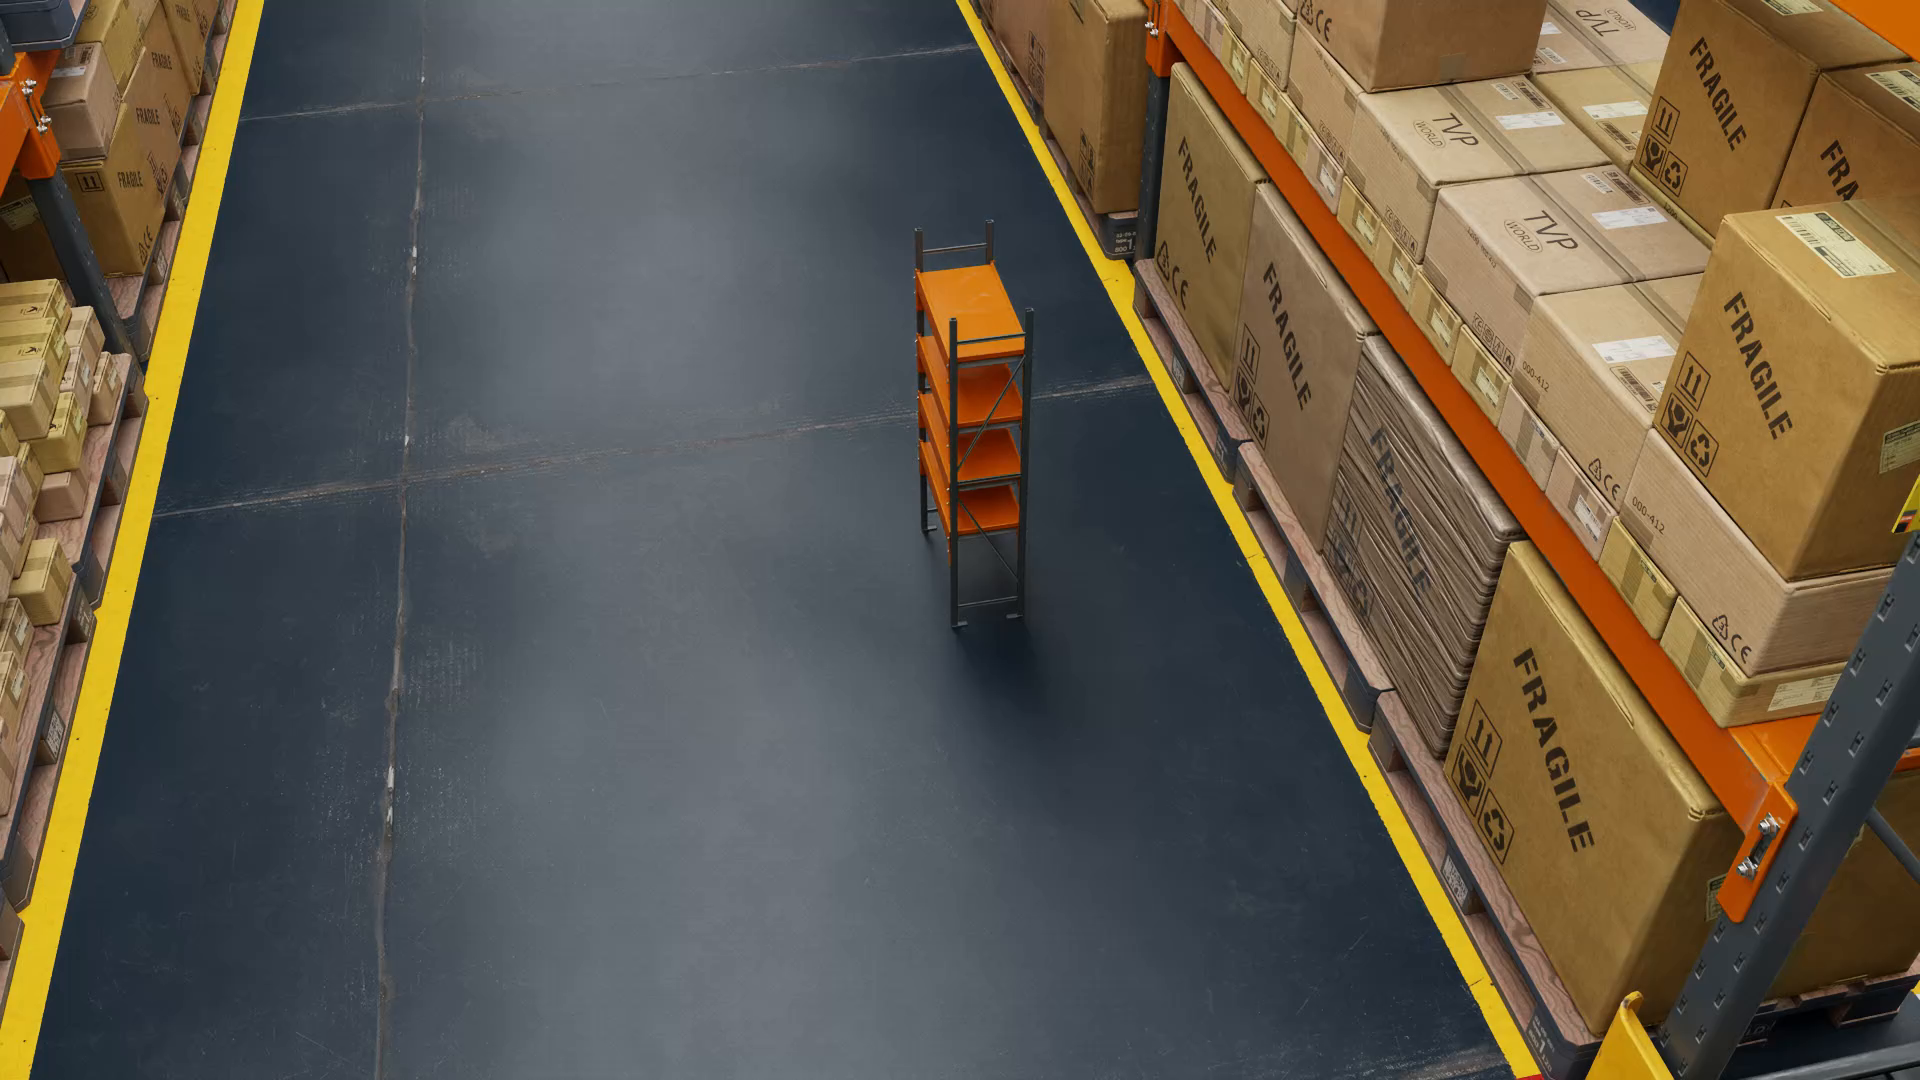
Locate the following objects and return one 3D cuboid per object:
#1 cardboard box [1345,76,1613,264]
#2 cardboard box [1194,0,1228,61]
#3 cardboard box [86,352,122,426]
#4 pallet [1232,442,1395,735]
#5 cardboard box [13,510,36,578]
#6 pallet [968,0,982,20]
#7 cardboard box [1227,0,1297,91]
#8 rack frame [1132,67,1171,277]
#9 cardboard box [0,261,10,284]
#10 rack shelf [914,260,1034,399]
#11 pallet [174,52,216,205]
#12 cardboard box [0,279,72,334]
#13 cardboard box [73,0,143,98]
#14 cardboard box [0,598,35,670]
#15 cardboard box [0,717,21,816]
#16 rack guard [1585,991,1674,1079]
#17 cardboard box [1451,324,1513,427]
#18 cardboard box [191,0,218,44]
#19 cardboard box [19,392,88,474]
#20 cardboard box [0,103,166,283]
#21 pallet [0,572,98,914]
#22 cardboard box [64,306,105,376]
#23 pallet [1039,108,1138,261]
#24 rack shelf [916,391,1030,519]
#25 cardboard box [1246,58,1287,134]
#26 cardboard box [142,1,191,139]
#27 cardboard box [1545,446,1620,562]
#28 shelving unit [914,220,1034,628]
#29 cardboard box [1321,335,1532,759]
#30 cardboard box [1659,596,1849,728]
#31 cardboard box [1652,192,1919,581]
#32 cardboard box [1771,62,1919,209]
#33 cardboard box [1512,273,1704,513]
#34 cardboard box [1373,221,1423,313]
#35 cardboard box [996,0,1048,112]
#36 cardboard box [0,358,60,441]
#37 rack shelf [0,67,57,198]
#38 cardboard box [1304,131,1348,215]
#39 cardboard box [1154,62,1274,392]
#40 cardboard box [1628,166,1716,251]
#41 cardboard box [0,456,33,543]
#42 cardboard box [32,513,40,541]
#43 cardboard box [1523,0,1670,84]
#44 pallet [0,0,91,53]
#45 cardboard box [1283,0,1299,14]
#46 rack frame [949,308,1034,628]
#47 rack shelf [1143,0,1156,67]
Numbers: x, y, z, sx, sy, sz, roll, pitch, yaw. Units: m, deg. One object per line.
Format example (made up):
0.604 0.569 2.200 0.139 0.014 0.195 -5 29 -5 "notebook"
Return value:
1.394 -1.014 4.521 0.500 0.250 0.500 -8 42 -9 "cardboard box"
1.025 -1.776 5.680 0.380 0.149 0.250 -10 43 -11 "cardboard box"
-3.218 -0.520 5.907 0.380 0.149 0.250 -8 42 -9 "cardboard box"
1.584 0.060 5.523 1.003 0.211 1.213 -8 42 -9 "pallet"
-3.079 0.006 5.091 0.380 0.149 0.250 -7 42 -8 "cardboard box"
0.463 -3.308 9.317 1.003 0.211 1.213 -8 42 -9 "pallet"
1.178 -1.669 5.260 0.500 0.250 0.500 -9 42 -9 "cardboard box"
1.229 -2.279 6.058 1.000 3.000 0.127 -8 42 -9 "rack frame"
-4.041 -1.300 6.522 0.500 0.500 0.500 -9 42 -10 "cardboard box"
0.036 -0.635 4.970 0.258 0.148 0.480 -8 42 -9 "rack shelf"
-4.072 -1.888 7.718 1.003 0.211 1.213 -8 42 -9 "pallet"
-3.304 -0.754 5.723 0.380 0.149 0.250 -7 42 -8 "cardboard box"
-3.654 -1.999 6.744 0.500 0.250 0.500 -7 42 -8 "cardboard box"
-3.004 0.330 4.950 0.380 0.149 0.250 -8 42 -8 "cardboard box"
-2.834 0.657 4.581 0.380 0.149 0.250 -10 43 -11 "cardboard box"
2.098 1.264 3.950 1.175 0.500 0.348 -8 42 -9 "rack guard"
1.473 -0.438 4.173 0.380 0.149 0.250 -9 42 -10 "cardboard box"
-3.993 -2.723 8.125 0.500 0.500 0.500 -7 42 -8 "cardboard box"
-3.111 -0.333 5.473 0.380 0.149 0.250 -10 43 -11 "cardboard box"
-3.536 -1.373 6.604 0.500 0.500 0.500 -7 42 -8 "cardboard box"
-3.189 0.631 4.880 1.003 0.211 1.213 -8 42 -9 "pallet"
-3.257 -0.678 5.861 0.380 0.149 0.250 -8 42 -8 "cardboard box"
0.989 -1.726 7.535 1.003 0.211 1.213 -8 42 -9 "pallet"
0.036 -0.291 5.275 0.258 0.148 0.480 -8 42 -9 "rack shelf"
1.141 -1.435 5.296 0.380 0.149 0.250 -9 42 -10 "cardboard box"
-3.778 -2.054 7.371 0.500 0.500 0.500 -8 42 -9 "cardboard box"
1.583 -0.108 3.802 0.380 0.149 0.250 -8 42 -9 "cardboard box"
0.036 -0.341 5.231 0.258 1.200 0.503 -8 42 -9 "shelving unit"
1.680 -0.042 4.822 0.875 0.875 0.875 -8 42 -9 "cardboard box"
1.694 0.224 3.428 0.380 0.149 0.250 -8 42 -8 "cardboard box"
1.731 -0.300 3.153 0.500 0.500 0.500 -8 42 -9 "cardboard box"
2.145 -0.696 3.599 0.500 0.500 0.500 -9 42 -10 "cardboard box"
1.620 -0.347 3.770 0.500 0.250 0.500 -9 42 -10 "cardboard box"
1.365 -0.767 4.544 0.380 0.149 0.250 -8 42 -8 "cardboard box"
0.878 -2.633 7.741 1.225 0.875 0.875 -10 43 -11 "cardboard box"
-3.150 -0.434 5.362 0.380 0.149 0.250 -9 42 -10 "cardboard box"
-3.204 -0.069 4.110 1.077 0.370 4.000 -8 42 -9 "rack shelf"
1.249 -1.106 4.926 0.380 0.149 0.250 -8 42 -9 "cardboard box"
1.294 -1.203 6.129 0.875 0.875 0.875 -8 42 -9 "cardboard box"
2.029 -0.754 4.229 0.500 0.250 0.500 -10 43 -11 "cardboard box"
-3.021 -0.092 4.977 0.380 0.149 0.250 -10 43 -11 "cardboard box"
-3.185 0.011 5.309 0.380 0.149 0.250 -9 42 -10 "cardboard box"
1.805 -1.420 4.979 0.500 0.250 0.500 -8 42 -8 "cardboard box"
-3.658 -2.079 5.977 1.003 0.211 1.213 -8 42 -9 "pallet"
1.182 -1.948 5.009 0.500 0.500 0.500 -8 42 -9 "cardboard box"
0.088 -0.183 5.053 0.240 1.200 0.015 -8 42 -9 "rack frame"
0.798 -3.307 7.758 1.077 0.370 4.000 -8 42 -9 "rack shelf"
